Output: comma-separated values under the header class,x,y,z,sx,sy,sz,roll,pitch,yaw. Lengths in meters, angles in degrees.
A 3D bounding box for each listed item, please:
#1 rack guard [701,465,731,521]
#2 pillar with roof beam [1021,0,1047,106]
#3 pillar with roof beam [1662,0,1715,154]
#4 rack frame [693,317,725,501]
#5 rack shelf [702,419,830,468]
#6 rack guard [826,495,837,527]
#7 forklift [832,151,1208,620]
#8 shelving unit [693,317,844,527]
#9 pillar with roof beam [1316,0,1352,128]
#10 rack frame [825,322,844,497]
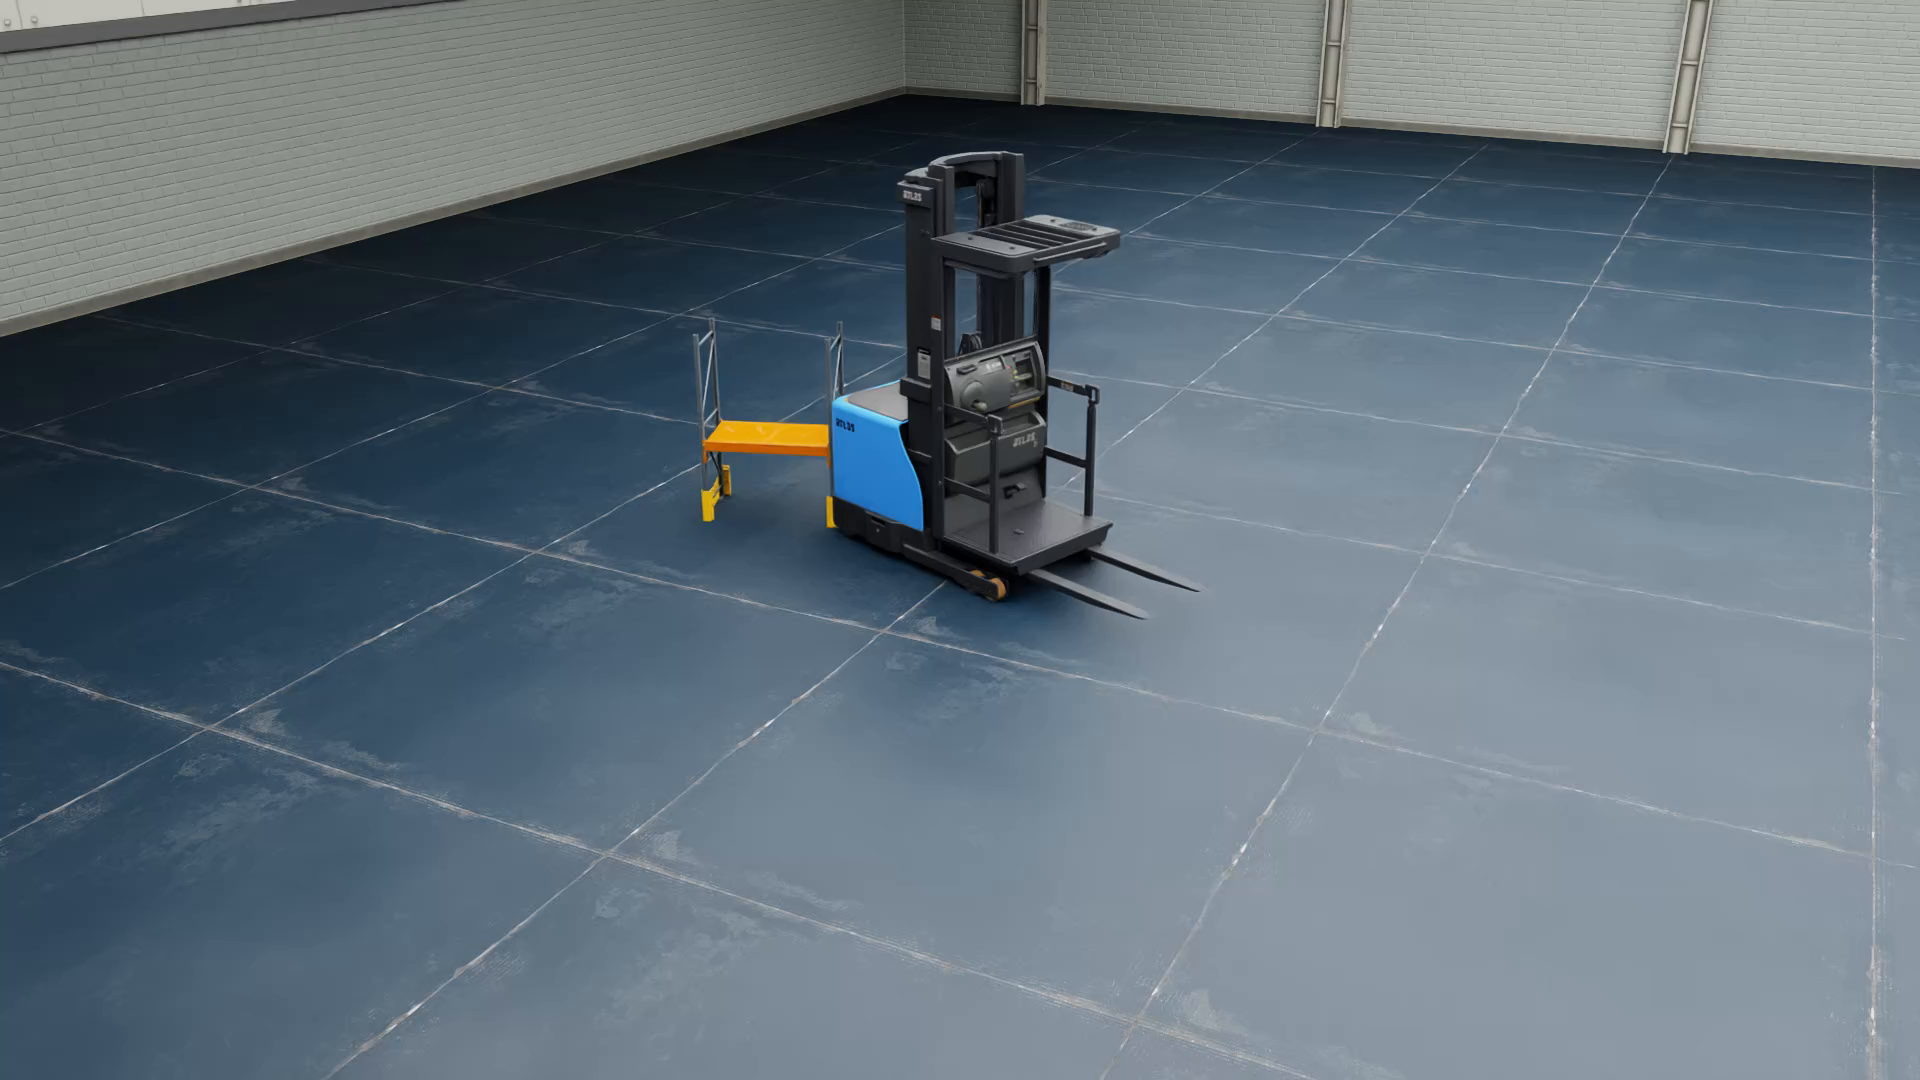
class,x,y,z,sx,sy,sz,roll,pitch,yaw
rack guard,-1.952,-0.379,13.322,0.087,0.250,0.587,3,23,7
pillar with roof beam,-0.488,-11.352,27.944,0.400,9.000,9.100,11,25,25
pillar with roof beam,10.221,-9.233,22.961,0.400,9.000,9.100,11,25,25
rack frame,-1.971,-0.955,13.080,0.032,1.500,0.500,3,23,7
rack shelf,-1.467,-0.765,13.091,1.000,0.185,0.538,3,23,7
rack guard,-0.964,-0.330,13.206,0.087,0.250,0.587,3,23,7
forklift,0.406,-1.139,11.684,1.130,2.935,3.031,-21,31,-40
shelving unit,-1.458,-0.930,13.020,1.083,1.500,0.587,3,23,7
pillar with roof beam,4.867,-10.292,25.453,0.400,9.000,9.100,11,25,25
rack frame,-0.963,-0.905,12.962,0.032,1.500,0.500,3,23,7
